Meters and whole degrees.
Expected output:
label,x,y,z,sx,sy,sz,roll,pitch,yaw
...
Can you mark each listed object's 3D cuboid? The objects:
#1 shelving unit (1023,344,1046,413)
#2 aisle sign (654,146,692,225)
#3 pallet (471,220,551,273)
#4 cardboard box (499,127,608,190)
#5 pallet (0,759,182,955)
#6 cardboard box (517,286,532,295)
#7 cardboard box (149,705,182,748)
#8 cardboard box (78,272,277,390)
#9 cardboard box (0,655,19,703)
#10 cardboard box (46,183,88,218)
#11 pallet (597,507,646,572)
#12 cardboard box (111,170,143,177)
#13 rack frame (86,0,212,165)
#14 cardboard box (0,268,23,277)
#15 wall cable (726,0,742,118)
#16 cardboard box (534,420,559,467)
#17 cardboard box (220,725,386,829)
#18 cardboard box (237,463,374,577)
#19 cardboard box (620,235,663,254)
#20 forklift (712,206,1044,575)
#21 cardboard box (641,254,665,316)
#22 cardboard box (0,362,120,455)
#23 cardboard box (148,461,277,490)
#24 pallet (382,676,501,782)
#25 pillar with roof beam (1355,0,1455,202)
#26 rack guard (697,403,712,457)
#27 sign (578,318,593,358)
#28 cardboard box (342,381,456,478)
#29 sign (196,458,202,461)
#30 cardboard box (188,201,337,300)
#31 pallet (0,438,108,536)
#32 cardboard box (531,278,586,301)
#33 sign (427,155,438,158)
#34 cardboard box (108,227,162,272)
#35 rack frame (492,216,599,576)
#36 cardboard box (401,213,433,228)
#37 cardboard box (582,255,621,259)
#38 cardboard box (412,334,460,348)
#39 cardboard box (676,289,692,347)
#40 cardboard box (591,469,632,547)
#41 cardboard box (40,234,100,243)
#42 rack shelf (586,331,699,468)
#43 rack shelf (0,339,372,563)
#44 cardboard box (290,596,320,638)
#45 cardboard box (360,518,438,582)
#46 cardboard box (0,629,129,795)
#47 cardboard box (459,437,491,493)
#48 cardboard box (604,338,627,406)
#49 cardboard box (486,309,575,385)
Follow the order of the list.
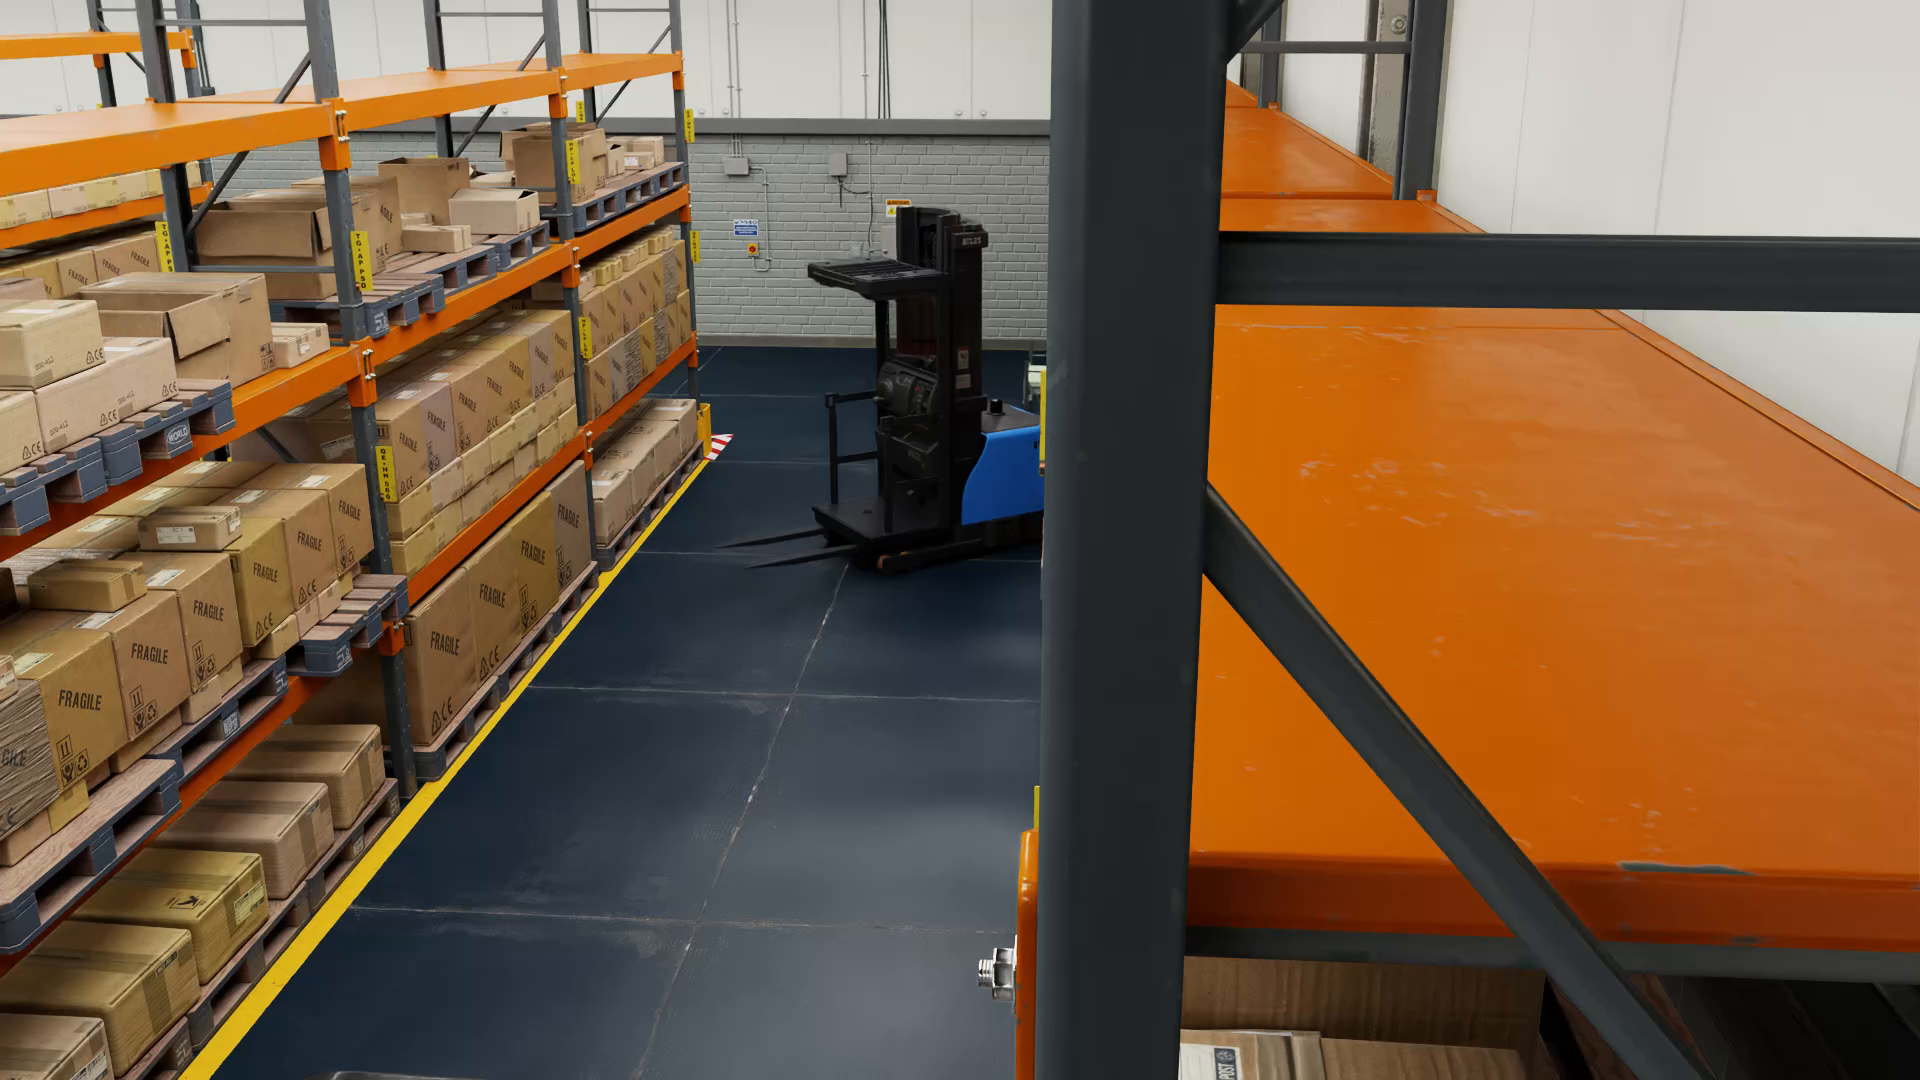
label,x,y,z,sx,sy,sz,roll,pitch,yaw
shelving unit,0.821,-1.025,15.643,0.431,1.500,0.755,2,18,5
aisle sign,-2.942,-3.609,16.945,0.394,0.787,0.004,1,18,4
pallet,-3.560,-2.165,12.202,0.805,0.209,1.217,1,18,2
cardboard box,-3.479,-3.257,14.228,0.797,0.503,0.637,3,18,8
pallet,-3.917,1.226,6.673,1.003,0.211,1.213,1,18,4
cardboard box,-3.712,-2.129,13.795,0.380,0.149,0.250,2,18,5
cardboard box,-3.712,0.801,7.390,0.380,0.149,0.250,1,18,4
cardboard box,-3.908,-1.052,8.340,0.700,0.500,0.500,1,18,4
cardboard box,-3.731,0.534,6.122,0.380,0.149,0.250,1,18,4
cardboard box,-8.108,-3.004,14.698,0.500,0.250,0.500,2,18,6
pallet,-3.411,-0.025,14.661,1.003,0.211,1.213,1,18,4
cardboard box,-8.055,-3.562,15.599,0.500,0.250,0.500,2,18,5
rack frame,-8.201,-5.288,16.610,1.000,3.000,0.127,1,18,4
cardboard box,-8.213,-1.994,13.946,0.500,0.500,0.500,2,18,5
wall cable,-3.130,-6.982,21.779,0.463,3.000,0.029,1,18,4
cardboard box,-3.362,-0.742,12.610,0.500,0.250,0.500,1,18,3
cardboard box,-3.881,1.351,9.529,0.950,0.372,0.625,0,18,0
cardboard box,-3.586,-0.115,9.143,0.500,0.500,0.500,1,18,2
cardboard box,-3.071,-2.834,15.948,0.380,0.149,0.250,2,18,5
forklift,-0.630,-1.288,14.148,3.031,2.935,1.130,-11,21,-30
cardboard box,-3.101,-2.409,15.692,0.500,0.500,0.500,1,18,4
cardboard box,-3.640,-0.515,6.427,0.500,0.250,0.500,1,18,3
cardboard box,-4.093,-0.127,9.182,0.500,0.500,0.500,1,18,2
pallet,-3.699,1.208,10.896,1.003,0.211,1.213,1,18,4
pillar with roof beam,-2.368,-2.286,7.447,9.100,9.000,0.400,1,18,4
rack guard,-3.255,-1.178,17.715,1.175,0.500,0.348,1,18,4
sign,-3.002,-1.619,13.316,0.100,0.325,0.005,1,18,4
cardboard box,-3.525,-0.698,10.470,0.500,0.500,0.500,1,18,4
sign,-4.384,-0.435,9.574,0.100,0.325,0.005,1,18,4
cardboard box,-3.954,-1.668,9.539,0.797,0.503,0.637,0,18,1
pallet,-3.967,-0.157,6.069,1.213,0.211,1.003,1,18,4
cardboard box,-3.262,-2.039,13.521,0.380,0.149,0.250,1,18,3
sign,-4.097,-2.837,12.988,0.100,0.325,0.005,1,18,4
cardboard box,-8.022,-2.796,16.396,0.500,0.500,0.500,1,18,2
rack frame,-3.544,-1.116,13.511,1.000,3.000,0.127,1,18,4
cardboard box,-3.983,-2.245,11.840,0.380,0.166,0.250,0,18,0
cardboard box,-3.221,-2.437,14.735,0.380,0.149,0.250,1,18,4
cardboard box,-3.909,-1.194,11.983,0.500,0.500,0.500,1,18,3
cardboard box,-3.027,-2.250,16.812,0.500,0.500,0.500,1,18,4
cardboard box,-3.392,-0.291,14.433,0.875,0.438,0.875,1,18,3
cardboard box,-8.588,-2.650,15.949,0.500,0.500,0.500,1,18,3
rack shelf,-3.400,-1.395,15.519,1.077,0.370,4.000,1,18,4
rack shelf,-3.974,-0.336,7.469,1.077,0.370,4.000,1,18,4
cardboard box,-3.566,0.395,8.628,0.380,0.149,0.250,0,18,1
cardboard box,-3.544,0.051,10.190,0.500,0.250,0.500,1,18,3
cardboard box,-3.762,0.685,6.701,0.500,0.500,0.500,1,18,4
cardboard box,-3.461,-0.507,11.090,0.500,0.250,0.500,1,18,4
cardboard box,-3.209,-1.460,14.399,0.500,0.500,0.500,1,18,4
cardboard box,-3.325,-1.494,12.900,0.500,0.500,0.500,2,18,6
